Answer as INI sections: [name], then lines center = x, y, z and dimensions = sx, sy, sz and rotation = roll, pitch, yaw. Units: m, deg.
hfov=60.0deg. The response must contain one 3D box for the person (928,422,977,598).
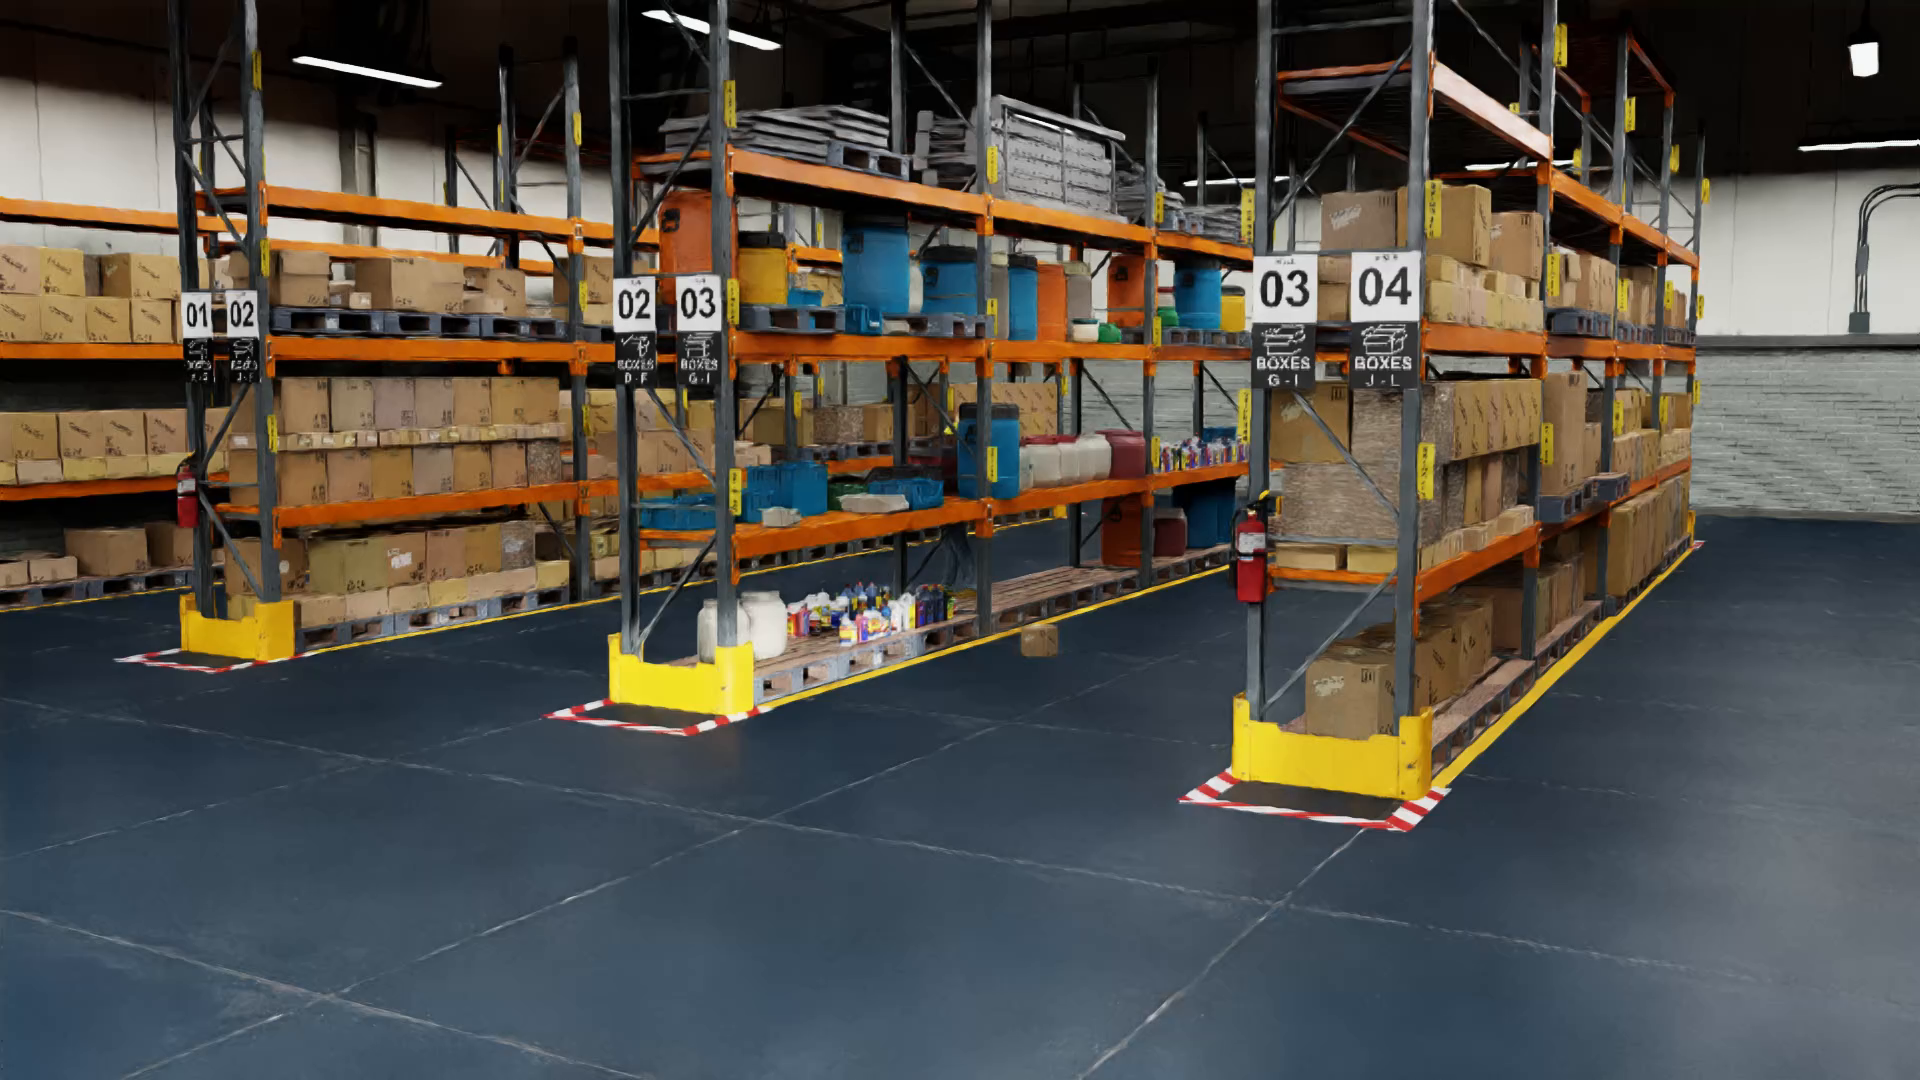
[person]
center = -0.070, -0.306, 16.827
dimensions = 0.626, 1.767, 0.729
rotation = 2, 6, 14
